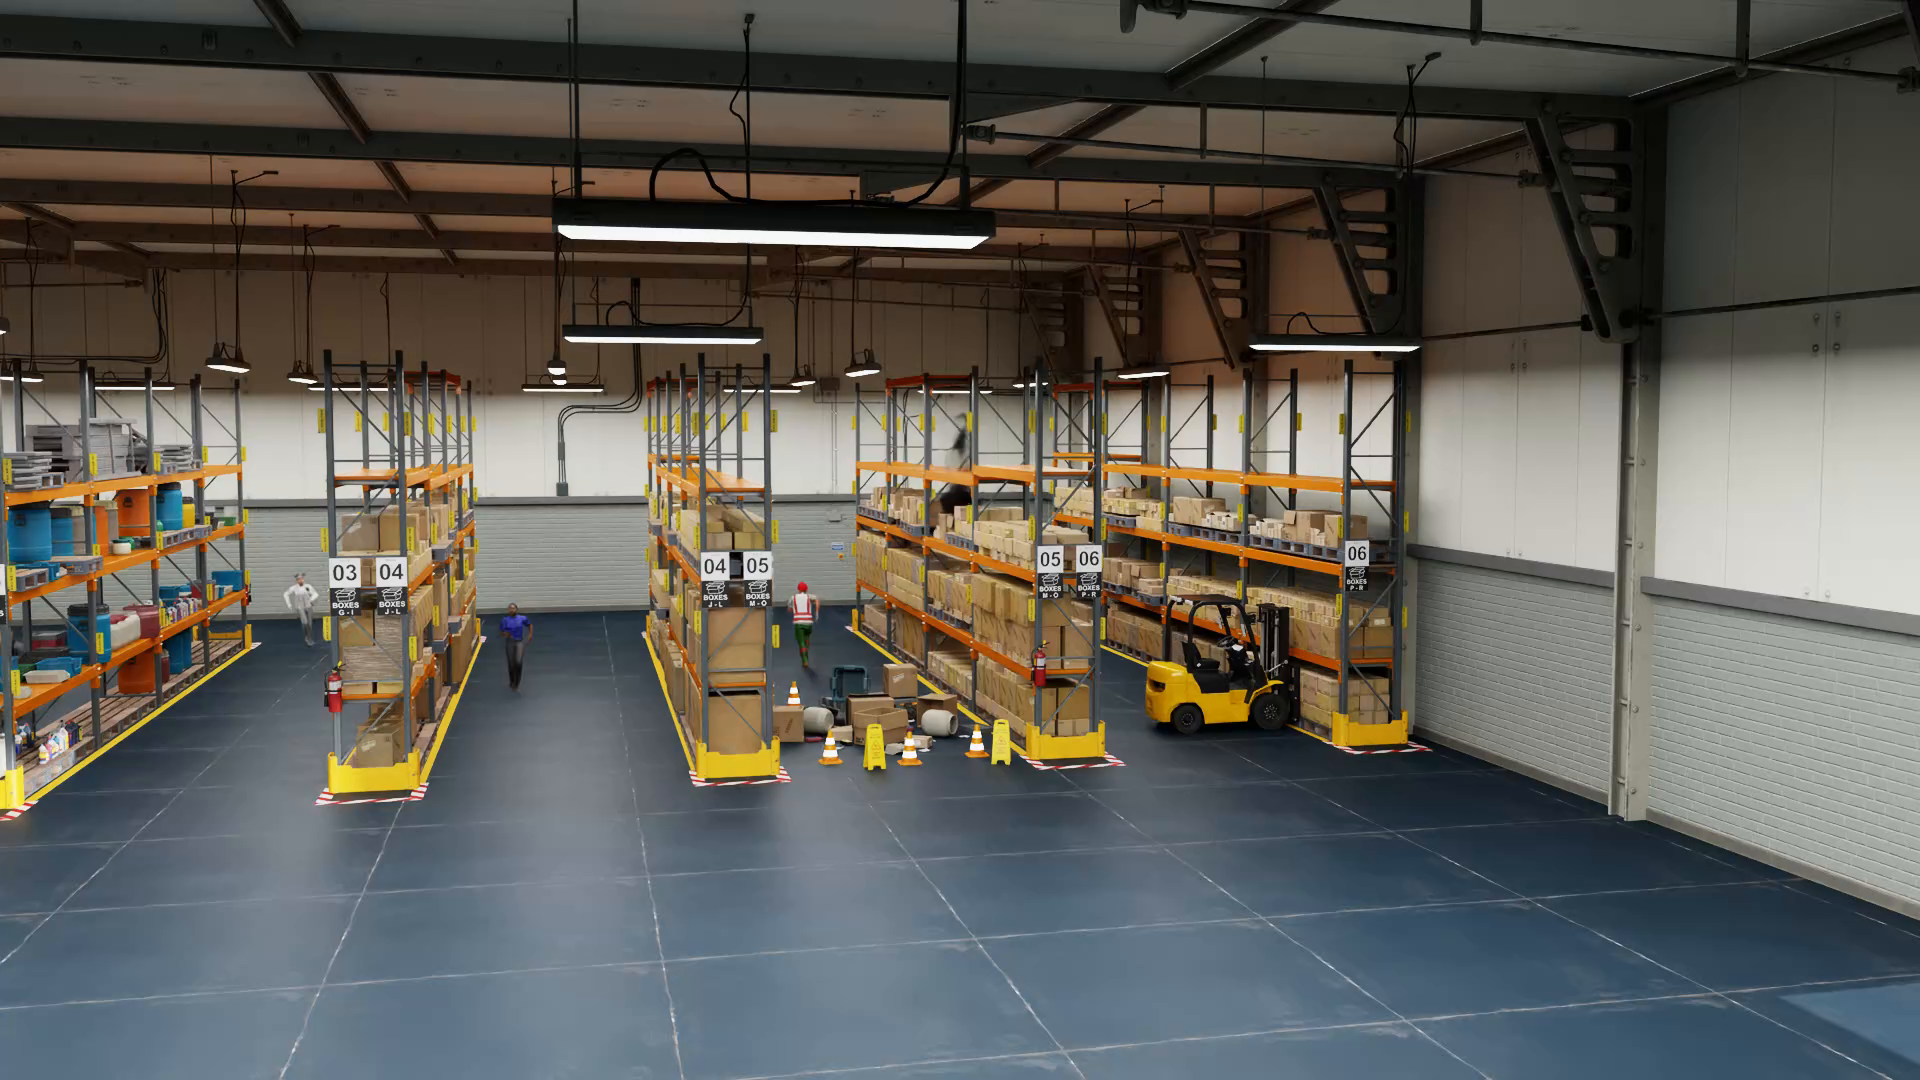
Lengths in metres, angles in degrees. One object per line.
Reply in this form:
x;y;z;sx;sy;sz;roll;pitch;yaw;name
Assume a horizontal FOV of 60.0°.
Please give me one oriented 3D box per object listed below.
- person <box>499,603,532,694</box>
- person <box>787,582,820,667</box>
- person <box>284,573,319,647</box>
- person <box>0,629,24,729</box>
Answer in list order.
-8.357;2.024;31.273;0.581;1.694;0.765;-1;4;-8;person
-3.209;1.758;34.080;0.646;1.763;0.953;-1;4;-14;person
-14.841;1.576;37.530;0.672;1.681;0.682;-3;5;-37;person
-15.912;2.275;27.766;0.697;1.676;1.008;-1;4;-16;person
